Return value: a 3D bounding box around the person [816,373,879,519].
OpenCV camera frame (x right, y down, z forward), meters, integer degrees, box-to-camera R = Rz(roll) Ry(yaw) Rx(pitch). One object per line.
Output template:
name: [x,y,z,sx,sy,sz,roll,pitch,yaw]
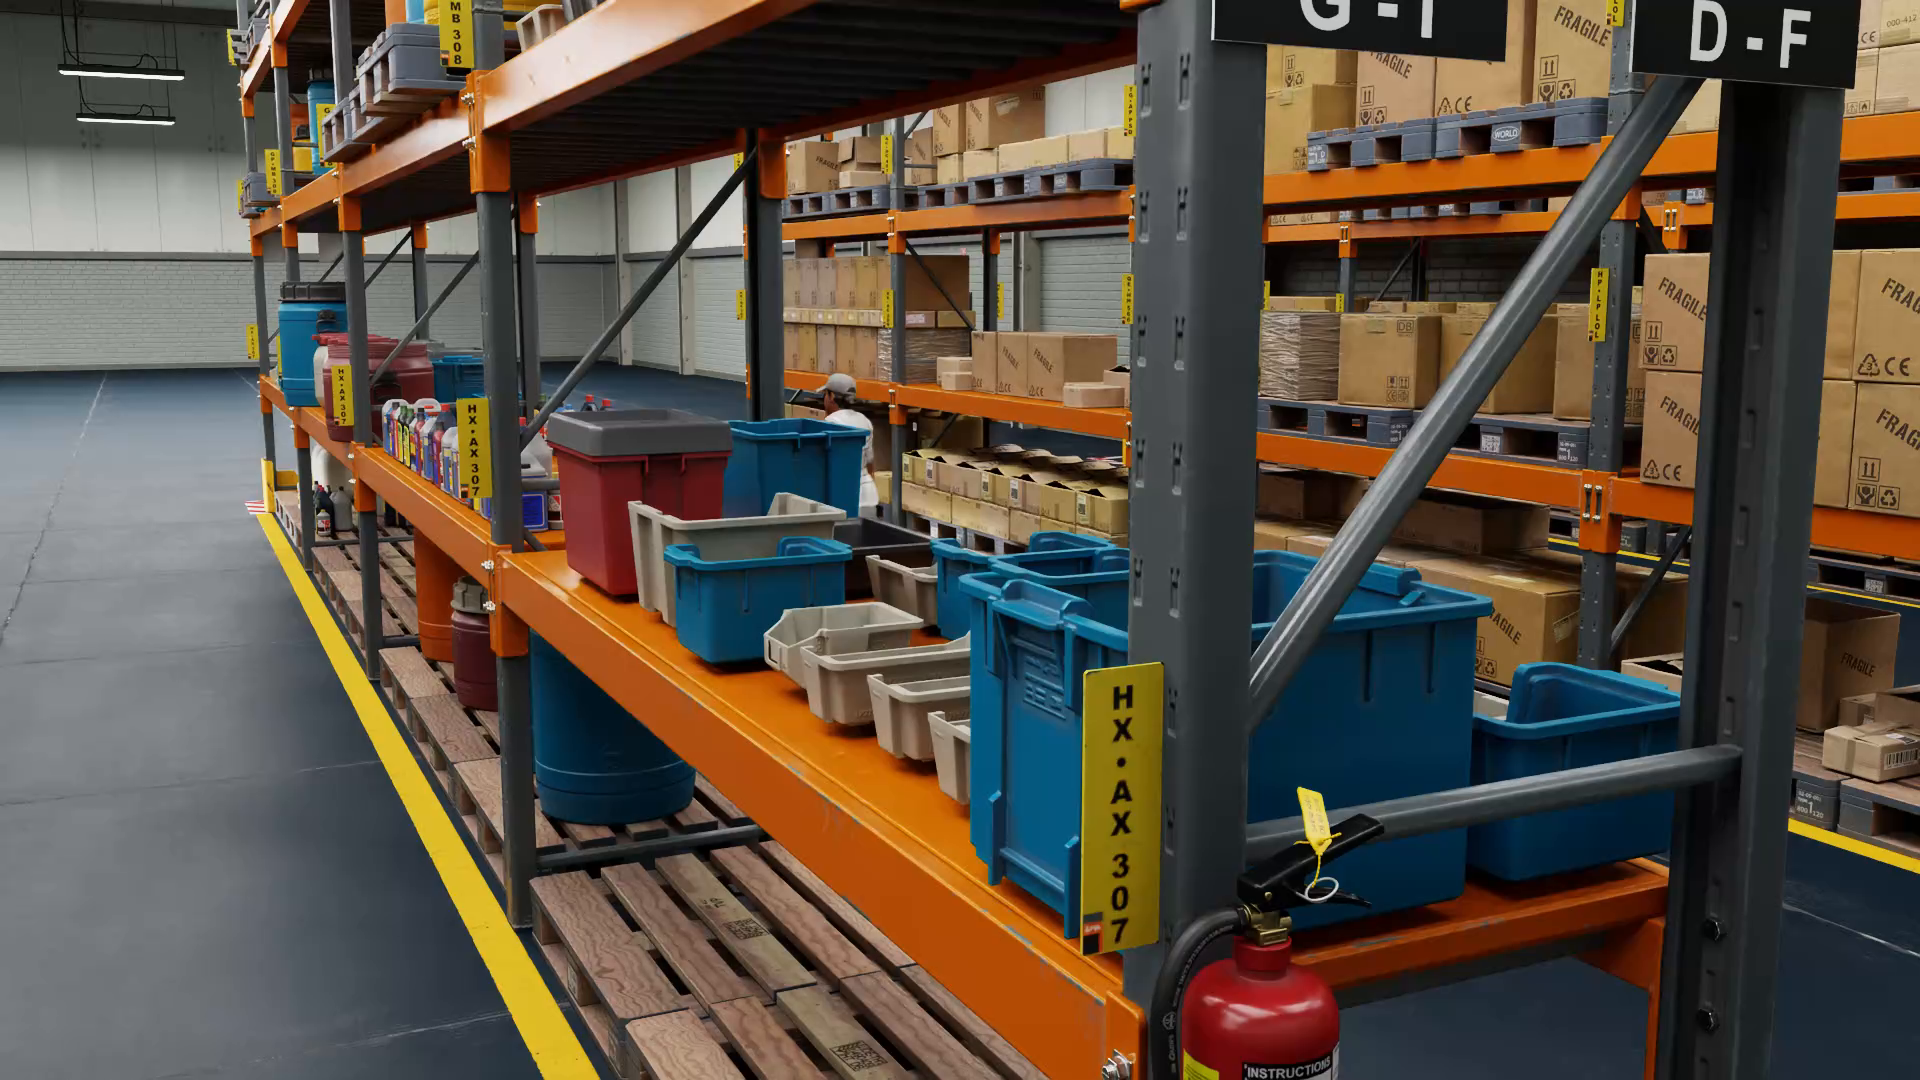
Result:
person: [-0.686,-0.163,9.905,0.625,1.656,0.610,4,10,26]
